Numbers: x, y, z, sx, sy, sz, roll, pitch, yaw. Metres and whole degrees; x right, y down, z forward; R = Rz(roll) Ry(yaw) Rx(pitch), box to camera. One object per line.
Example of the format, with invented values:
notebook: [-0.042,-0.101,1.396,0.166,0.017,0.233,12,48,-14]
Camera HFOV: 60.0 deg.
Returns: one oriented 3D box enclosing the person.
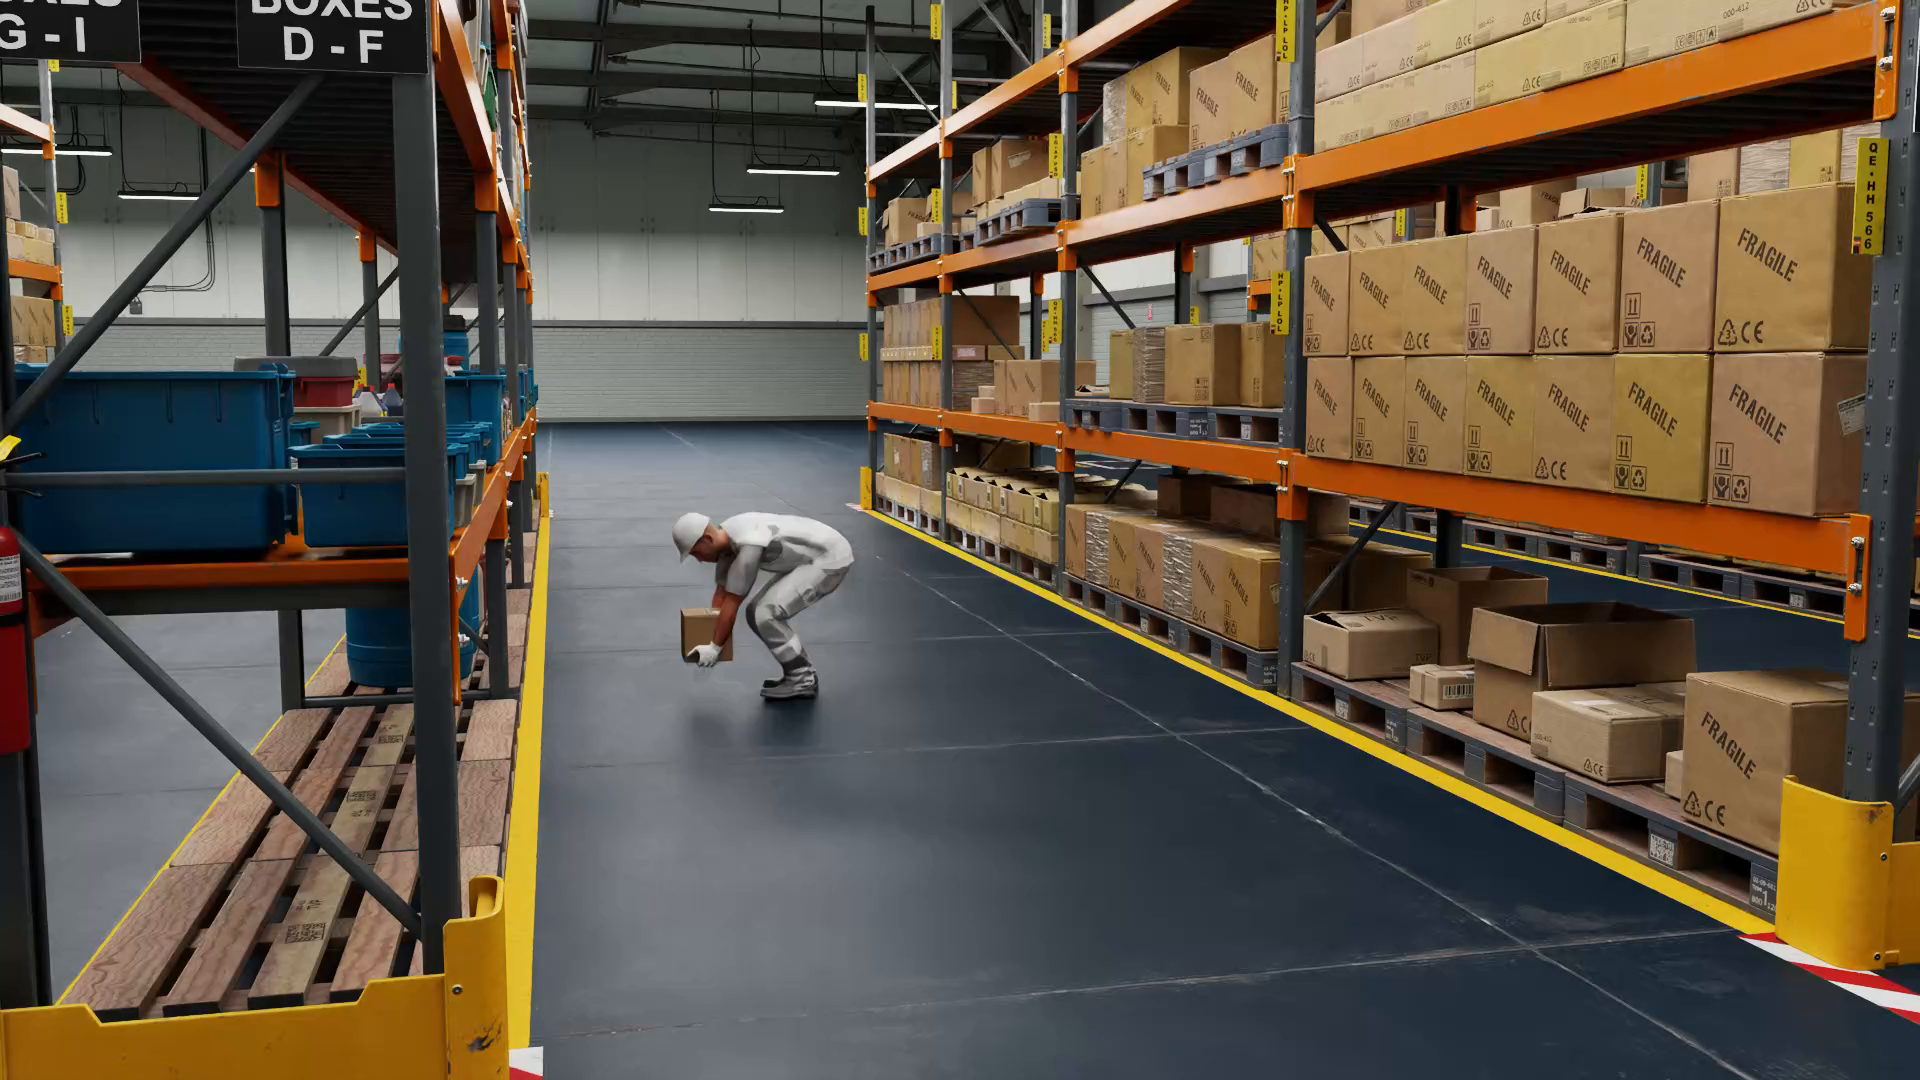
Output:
person: [-1.043,0.339,8.843,0.955,0.995,0.525,-2,6,-16]
